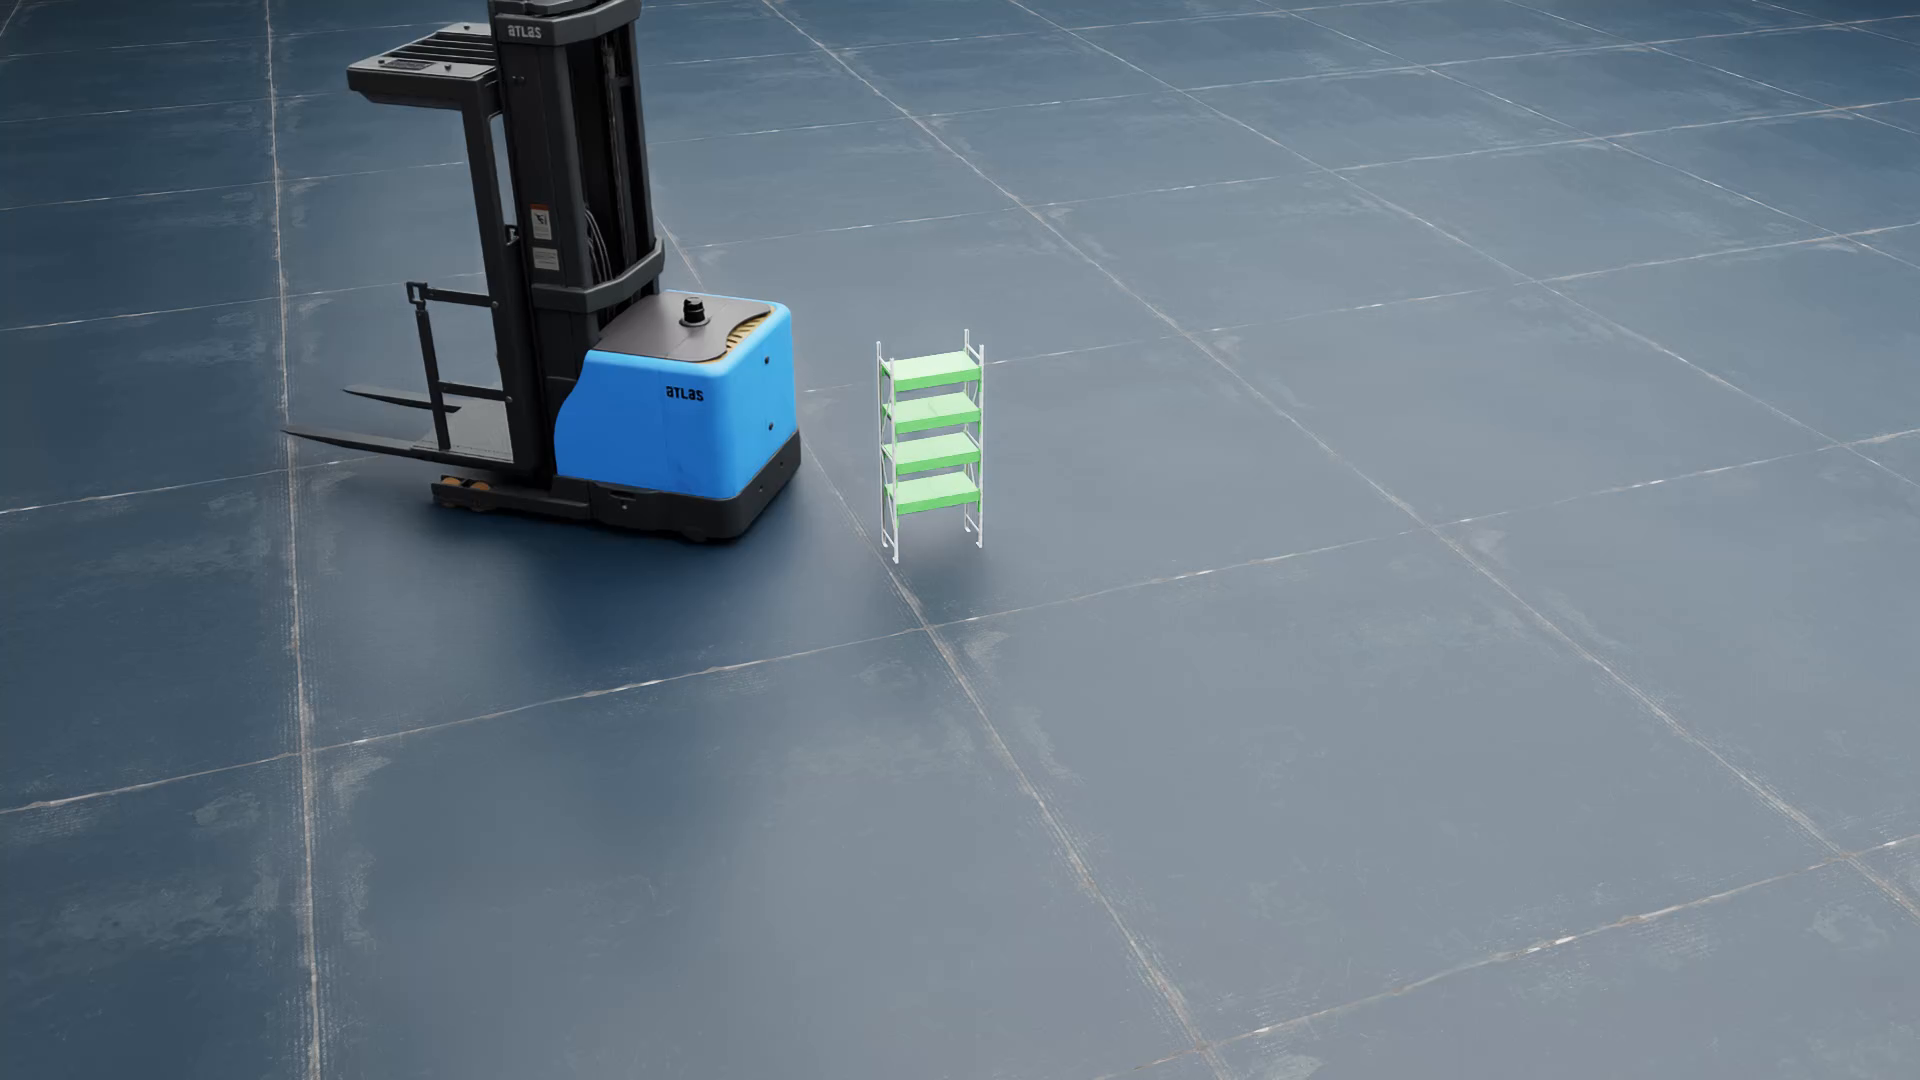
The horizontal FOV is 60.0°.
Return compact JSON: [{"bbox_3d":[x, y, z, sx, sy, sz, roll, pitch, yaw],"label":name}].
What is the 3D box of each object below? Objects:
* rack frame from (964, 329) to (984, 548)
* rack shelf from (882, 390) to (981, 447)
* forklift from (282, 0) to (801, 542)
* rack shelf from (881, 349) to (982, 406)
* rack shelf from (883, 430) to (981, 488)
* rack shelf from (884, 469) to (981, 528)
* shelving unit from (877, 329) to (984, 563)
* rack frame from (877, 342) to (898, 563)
[{"bbox_3d":[0.074,-0.535,8.977,0.015,1.200,0.240,-10,31,-18],"label":"rack frame"},{"bbox_3d":[-0.155,-0.646,8.816,0.480,0.148,0.258,-10,31,-18],"label":"rack shelf"},{"bbox_3d":[-2.521,-1.674,9.227,3.031,2.935,1.130,9,31,15],"label":"forklift"},{"bbox_3d":[-0.155,-0.854,8.697,0.480,0.148,0.258,-10,31,-18],"label":"rack shelf"},{"bbox_3d":[-0.155,-0.437,8.934,0.480,0.148,0.258,-10,31,-18],"label":"rack shelf"},{"bbox_3d":[-0.155,-0.229,9.053,0.480,0.148,0.258,-10,31,-18],"label":"rack shelf"},{"bbox_3d":[-0.155,-0.493,8.903,0.503,1.200,0.258,-10,31,-18],"label":"shelving unit"},{"bbox_3d":[-0.384,-0.451,8.829,0.015,1.200,0.240,-10,31,-18],"label":"rack frame"}]
